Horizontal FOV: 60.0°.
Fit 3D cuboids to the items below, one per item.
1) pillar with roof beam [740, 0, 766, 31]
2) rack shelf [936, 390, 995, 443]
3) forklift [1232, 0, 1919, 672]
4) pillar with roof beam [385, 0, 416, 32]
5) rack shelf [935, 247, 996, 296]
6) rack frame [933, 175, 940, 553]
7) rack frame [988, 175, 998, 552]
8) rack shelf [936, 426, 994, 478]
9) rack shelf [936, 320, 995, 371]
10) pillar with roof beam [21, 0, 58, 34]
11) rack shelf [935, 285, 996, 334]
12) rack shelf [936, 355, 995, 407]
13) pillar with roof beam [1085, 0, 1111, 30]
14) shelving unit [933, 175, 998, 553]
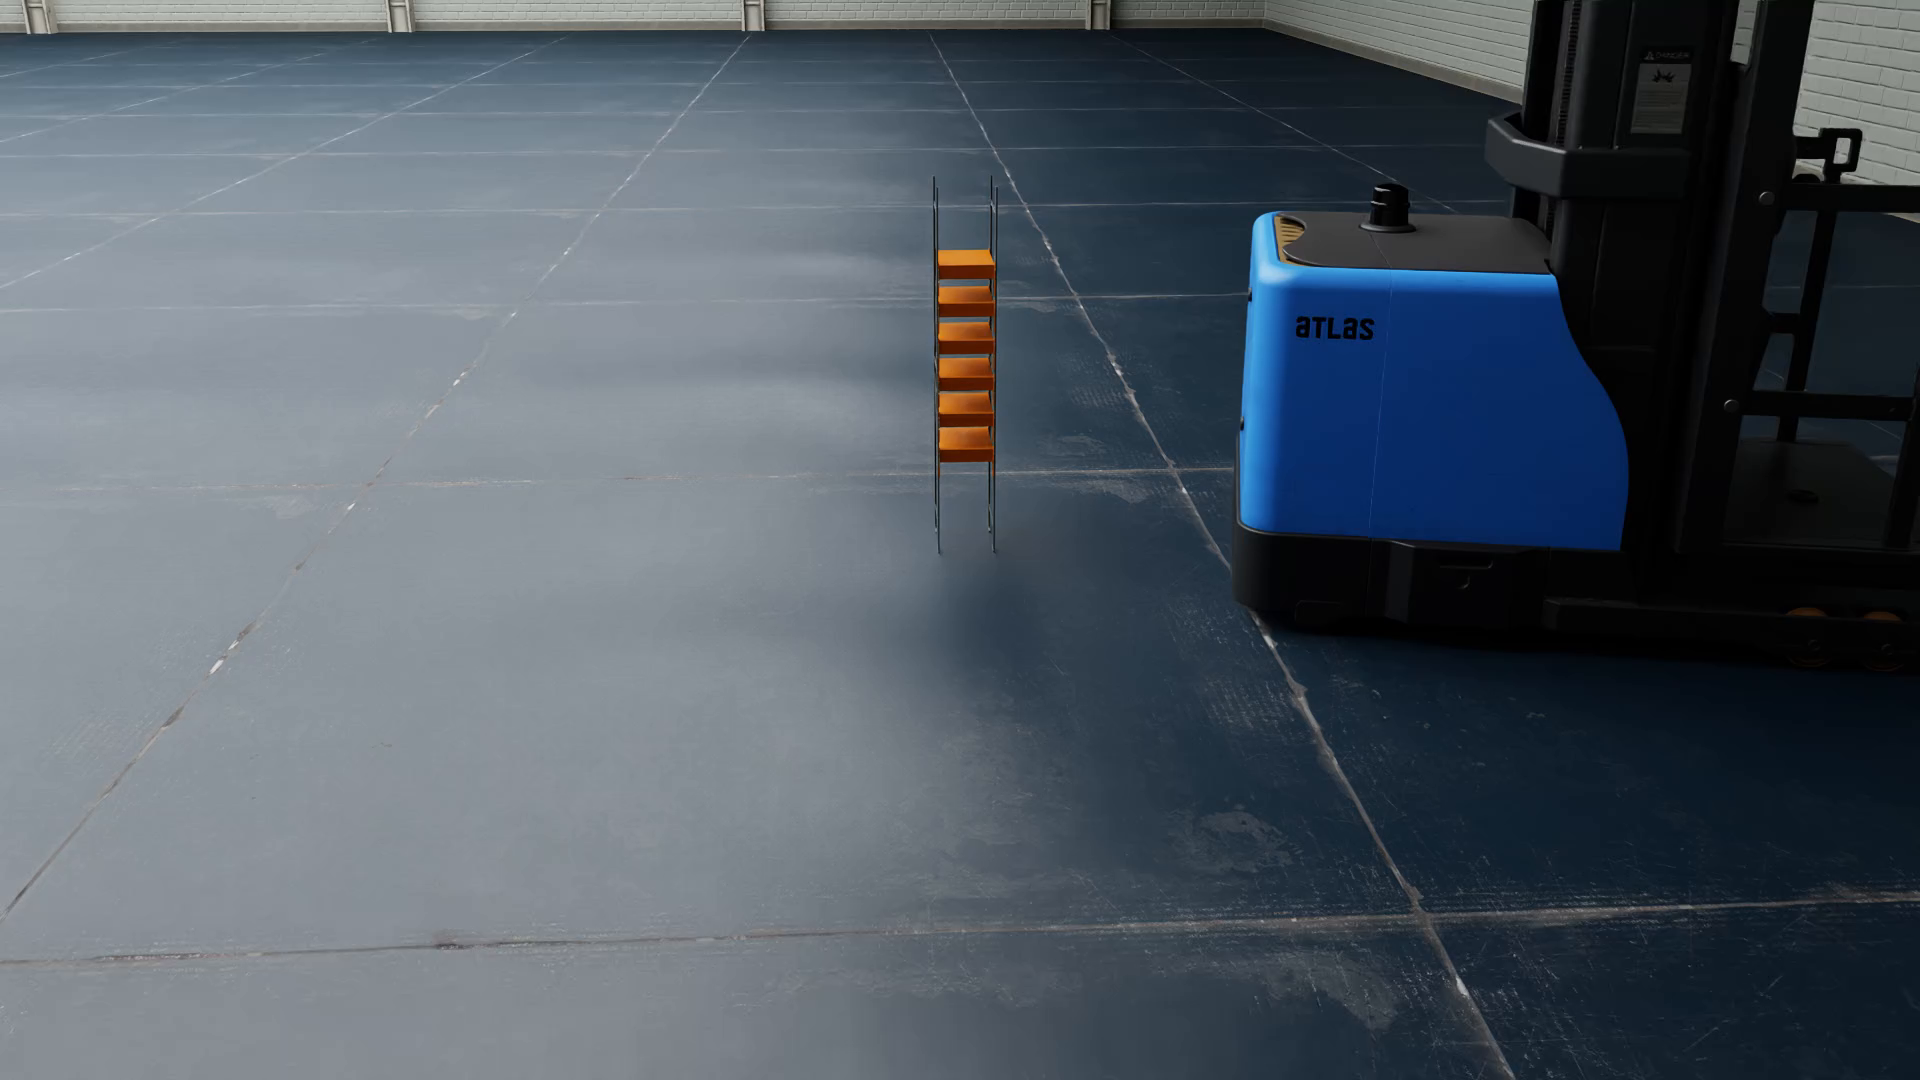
[{"bbox_3d":[-3.331,-11.522,23.237,0.400,9.000,9.100,-1,21,-3],"label":"pillar with roof beam"},{"bbox_3d":[0.014,-0.407,5.467,0.180,0.103,0.258,-1,21,-3],"label":"rack shelf"},{"bbox_3d":[2.377,-1.203,4.662,3.031,2.935,1.130,3,21,8],"label":"forklift"},{"bbox_3d":[-9.321,-11.400,22.917,0.400,9.000,9.100,-1,21,-3],"label":"pillar with roof beam"},{"bbox_3d":[0.014,-0.856,5.296,0.180,0.103,0.258,-1,21,-3],"label":"rack shelf"},{"bbox_3d":[-0.077,-0.559,5.403,0.006,1.200,0.240,-1,21,-3],"label":"rack frame"},{"bbox_3d":[0.106,-0.563,5.413,0.006,1.200,0.240,-1,21,-3],"label":"rack frame"},{"bbox_3d":[0.014,-0.295,5.509,0.180,0.103,0.258,-1,21,-3],"label":"rack shelf"},{"bbox_3d":[0.014,-0.632,5.381,0.180,0.103,0.258,-1,21,-3],"label":"rack shelf"},{"bbox_3d":[-15.311,-11.278,22.597,0.400,9.000,9.100,-1,21,-3],"label":"pillar with roof beam"},{"bbox_3d":[0.014,-0.744,5.339,0.180,0.103,0.258,-1,21,-3],"label":"rack shelf"},{"bbox_3d":[0.014,-0.520,5.424,0.180,0.103,0.258,-1,21,-3],"label":"rack shelf"},{"bbox_3d":[2.659,-11.644,23.557,0.400,9.000,9.100,-1,21,-3],"label":"pillar with roof beam"},{"bbox_3d":[0.014,-0.561,5.408,0.189,1.200,0.258,-1,21,-3],"label":"shelving unit"}]
